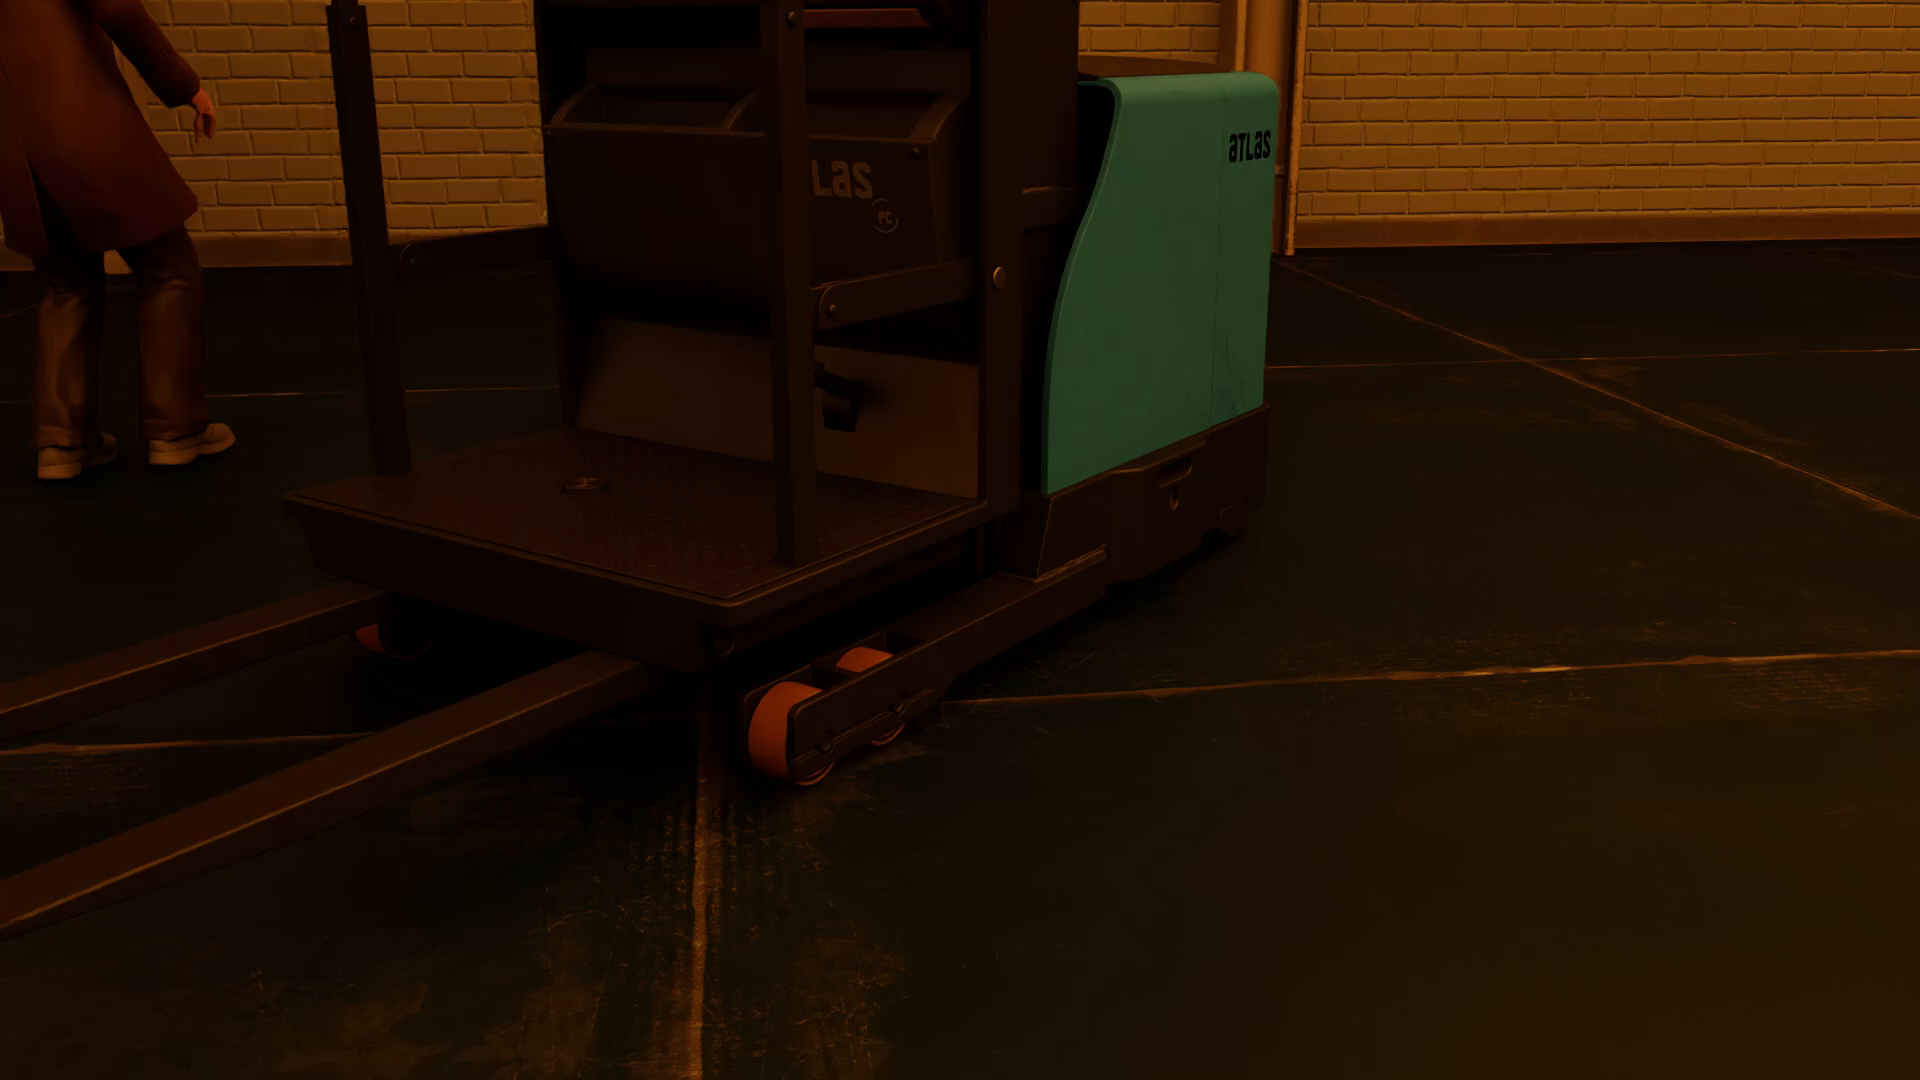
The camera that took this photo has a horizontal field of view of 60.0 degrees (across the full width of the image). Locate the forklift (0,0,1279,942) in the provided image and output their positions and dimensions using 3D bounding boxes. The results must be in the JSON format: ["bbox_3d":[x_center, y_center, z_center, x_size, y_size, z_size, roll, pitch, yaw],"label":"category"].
[{"bbox_3d":[-0.511,-1.166,2.755,1.130,2.935,3.031,11,20,33],"label":"forklift"}]

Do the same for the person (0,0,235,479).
[{"bbox_3d":[-2.361,-1.042,4.450,0.792,1.737,0.549,4,17,13],"label":"person"}]
